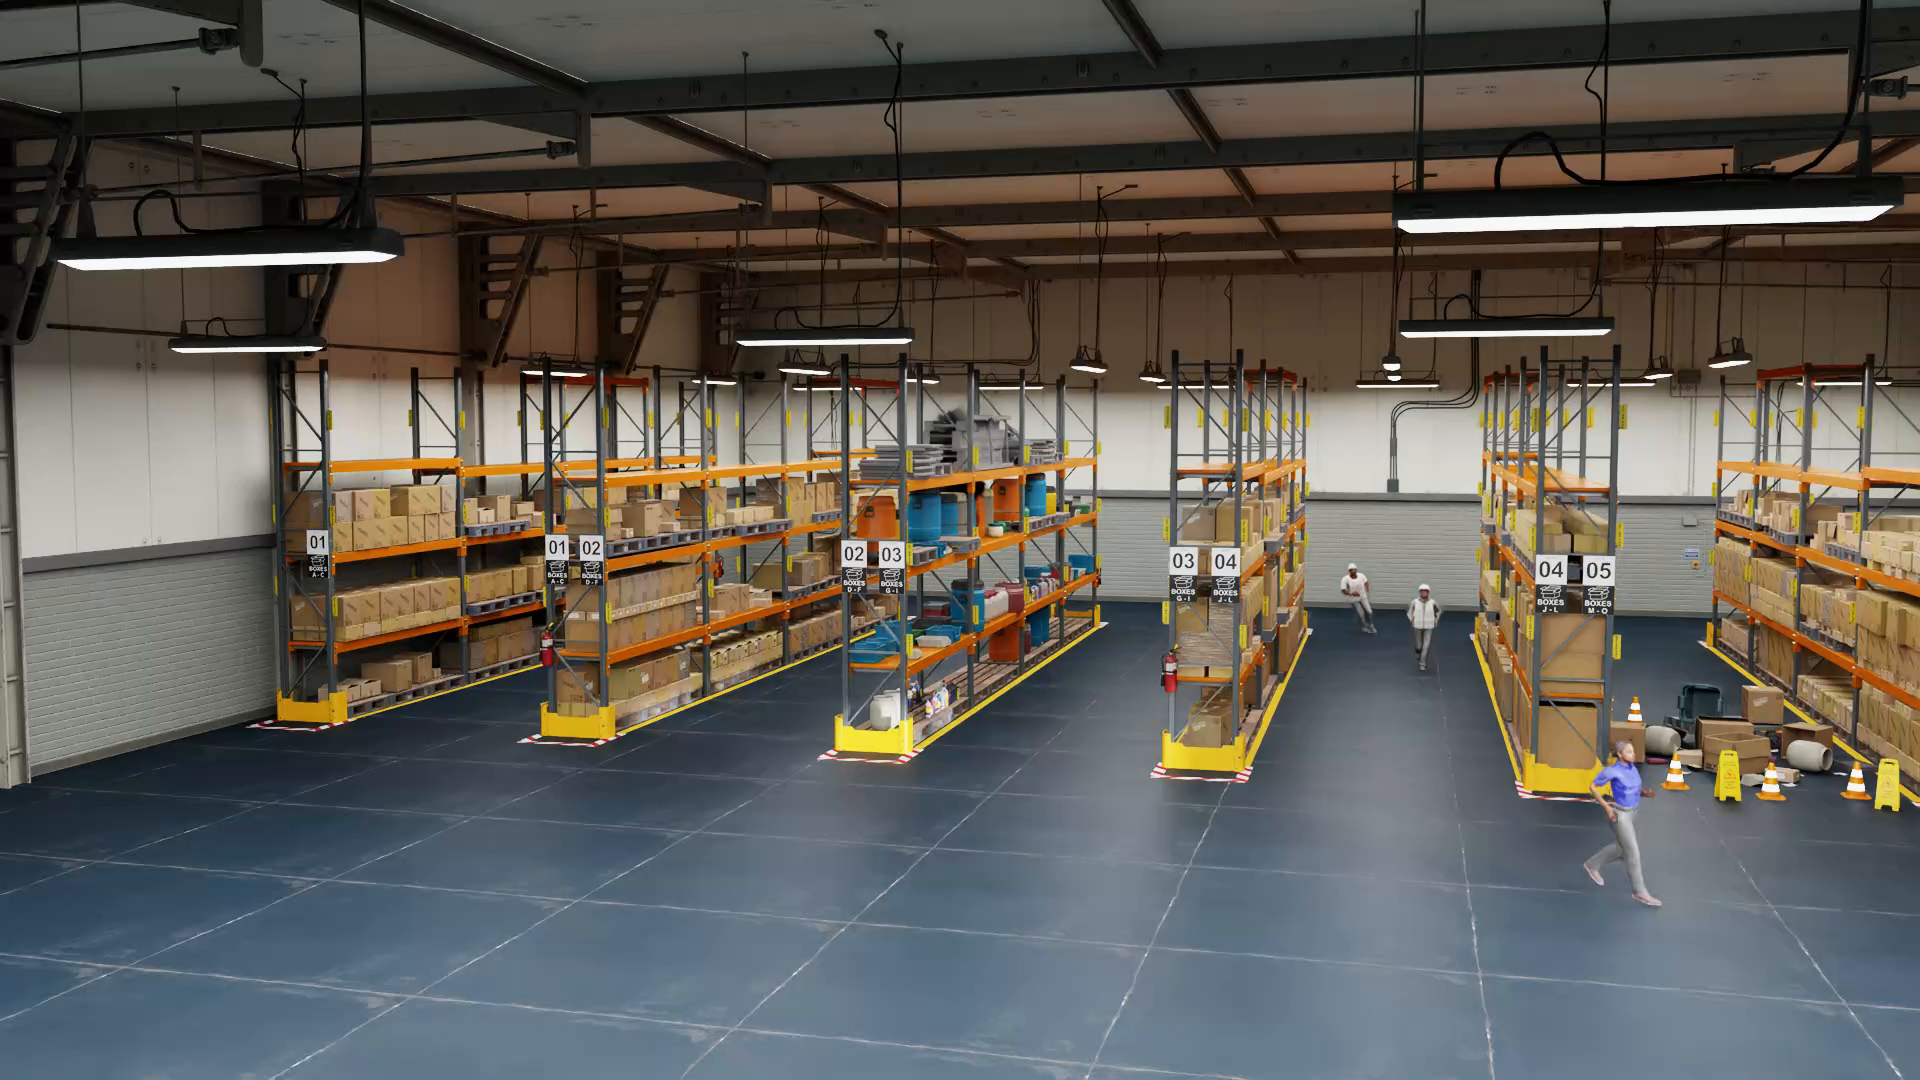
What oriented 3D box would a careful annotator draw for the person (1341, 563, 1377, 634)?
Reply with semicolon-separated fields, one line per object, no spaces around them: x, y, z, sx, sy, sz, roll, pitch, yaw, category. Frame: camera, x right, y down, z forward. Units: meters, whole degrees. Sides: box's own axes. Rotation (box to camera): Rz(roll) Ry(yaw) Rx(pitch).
9.317;1.366;38.867;0.854;1.665;0.624;-1;4;-7;person

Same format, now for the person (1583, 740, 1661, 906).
6.920;2.907;17.359;0.575;1.644;0.921;-3;5;-39;person

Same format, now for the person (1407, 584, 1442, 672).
9.312;1.754;33.345;0.676;1.740;0.814;1;4;16;person
